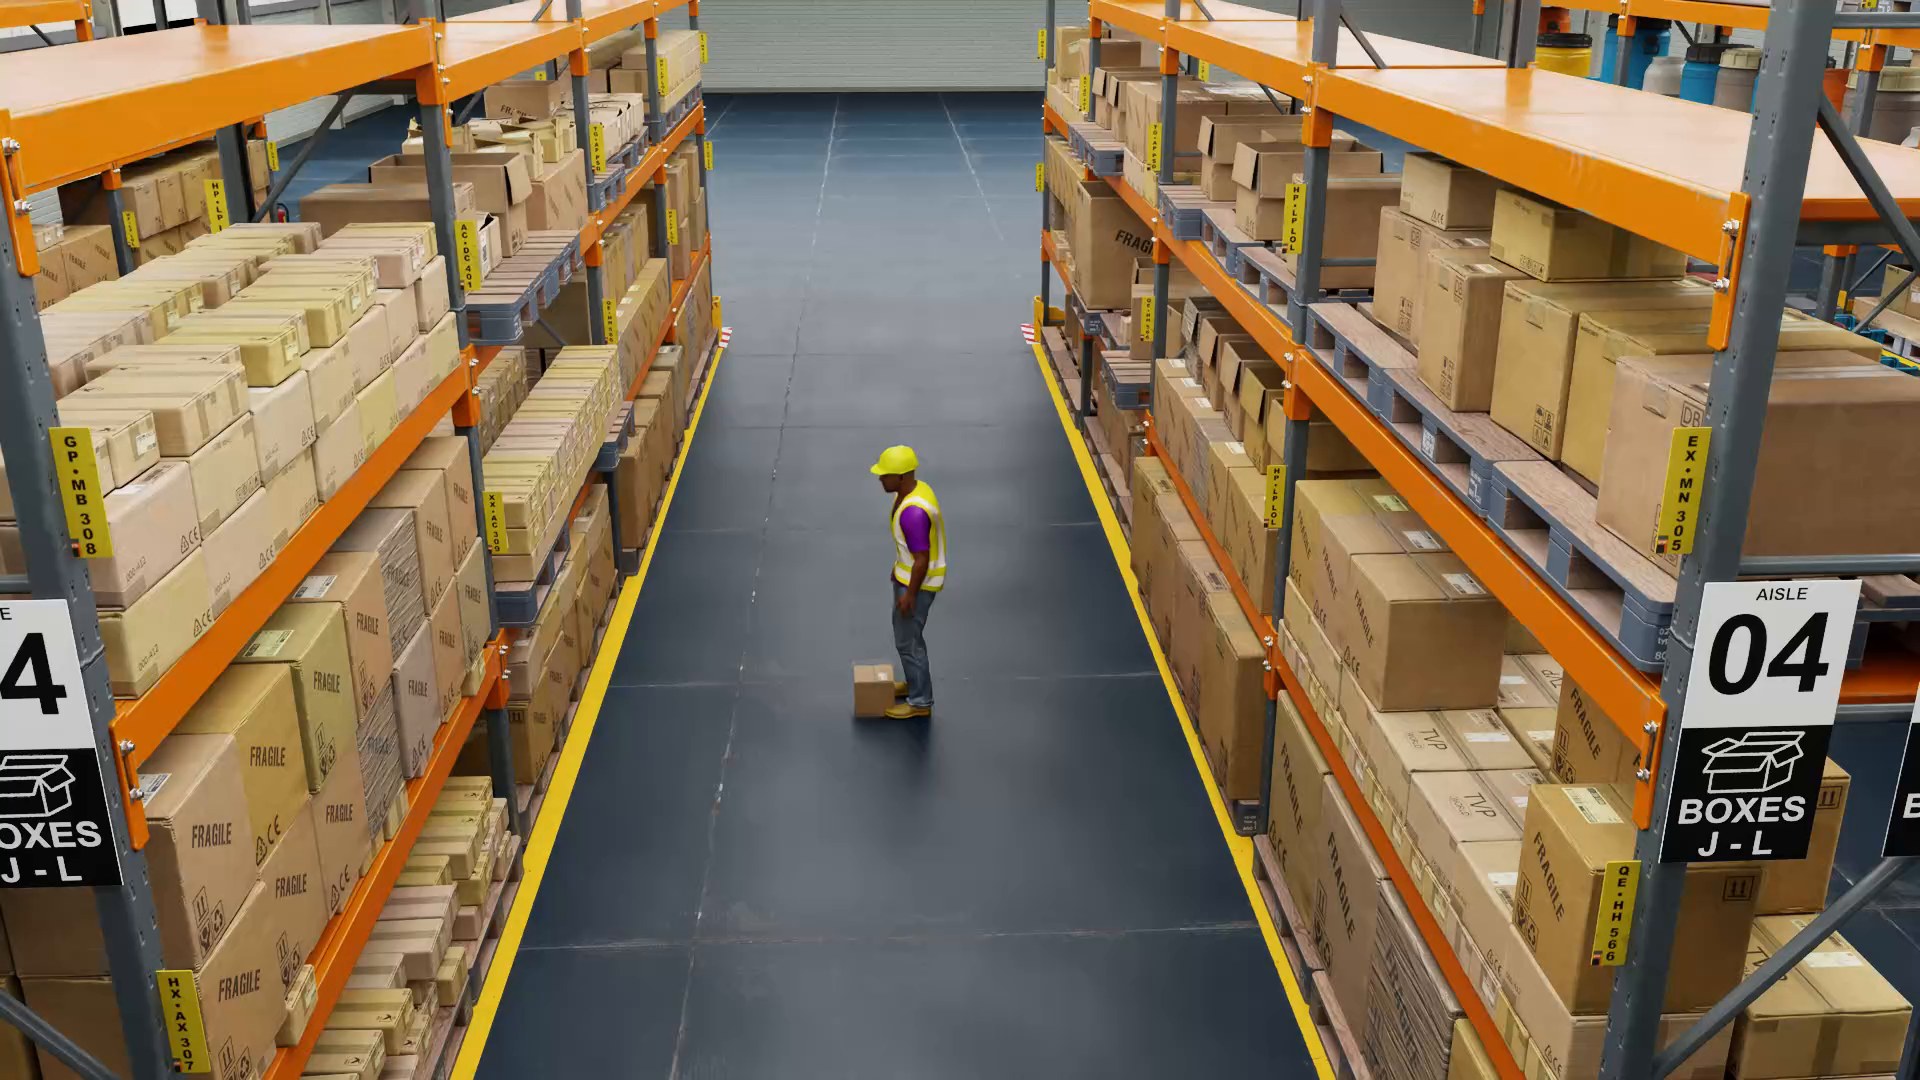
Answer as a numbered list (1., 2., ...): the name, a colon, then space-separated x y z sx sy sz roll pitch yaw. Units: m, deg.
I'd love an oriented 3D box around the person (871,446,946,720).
1. person: -0.316 0.249 10.374 0.455 1.760 0.613 -2 20 -5
